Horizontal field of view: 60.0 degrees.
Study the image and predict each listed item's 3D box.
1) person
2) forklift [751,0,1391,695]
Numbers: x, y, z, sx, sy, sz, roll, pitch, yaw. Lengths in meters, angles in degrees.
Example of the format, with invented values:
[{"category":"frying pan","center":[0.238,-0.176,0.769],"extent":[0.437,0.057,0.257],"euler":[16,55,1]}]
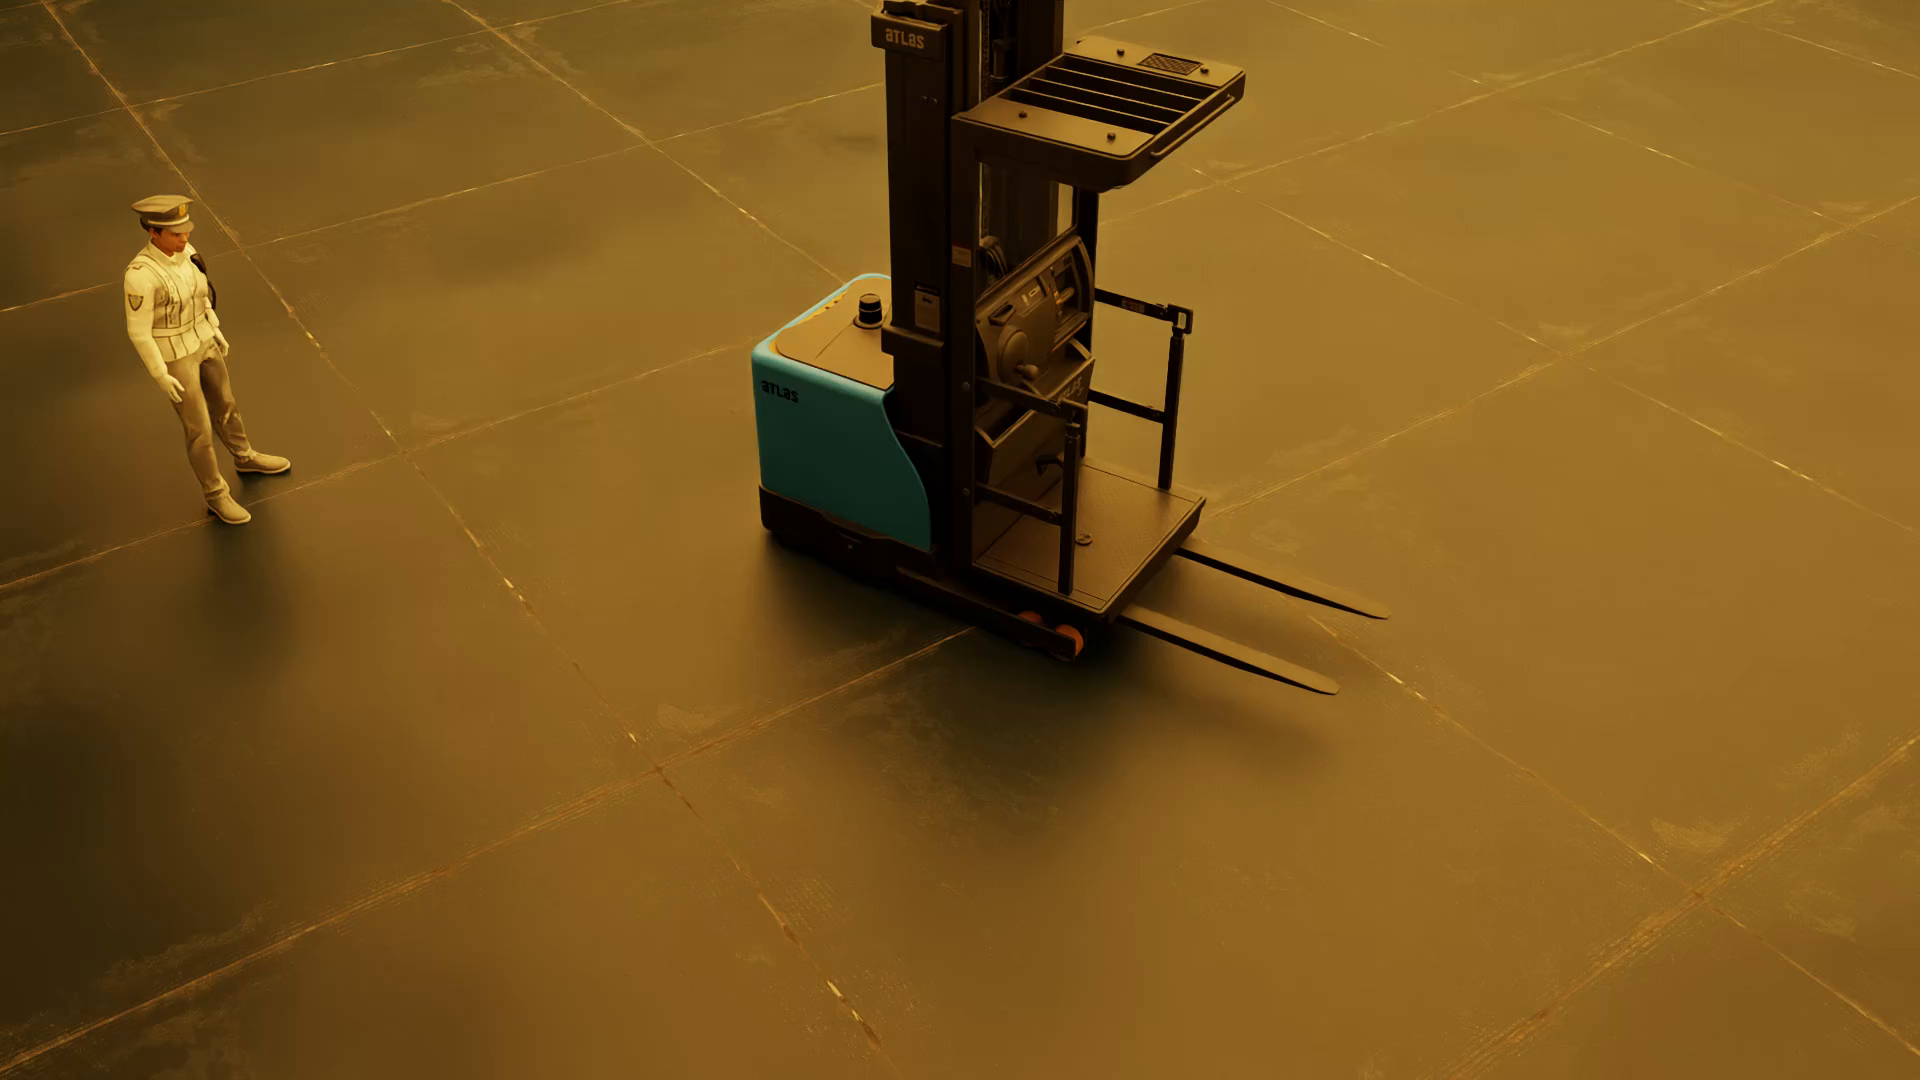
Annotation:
[{"category":"person","center":[-3.805,-0.919,8.257],"extent":[0.413,1.673,0.606],"euler":[7,37,9]},{"category":"forklift","center":[0.514,-0.985,7.276],"extent":[3.031,2.935,1.130],"euler":[21,41,26]}]
